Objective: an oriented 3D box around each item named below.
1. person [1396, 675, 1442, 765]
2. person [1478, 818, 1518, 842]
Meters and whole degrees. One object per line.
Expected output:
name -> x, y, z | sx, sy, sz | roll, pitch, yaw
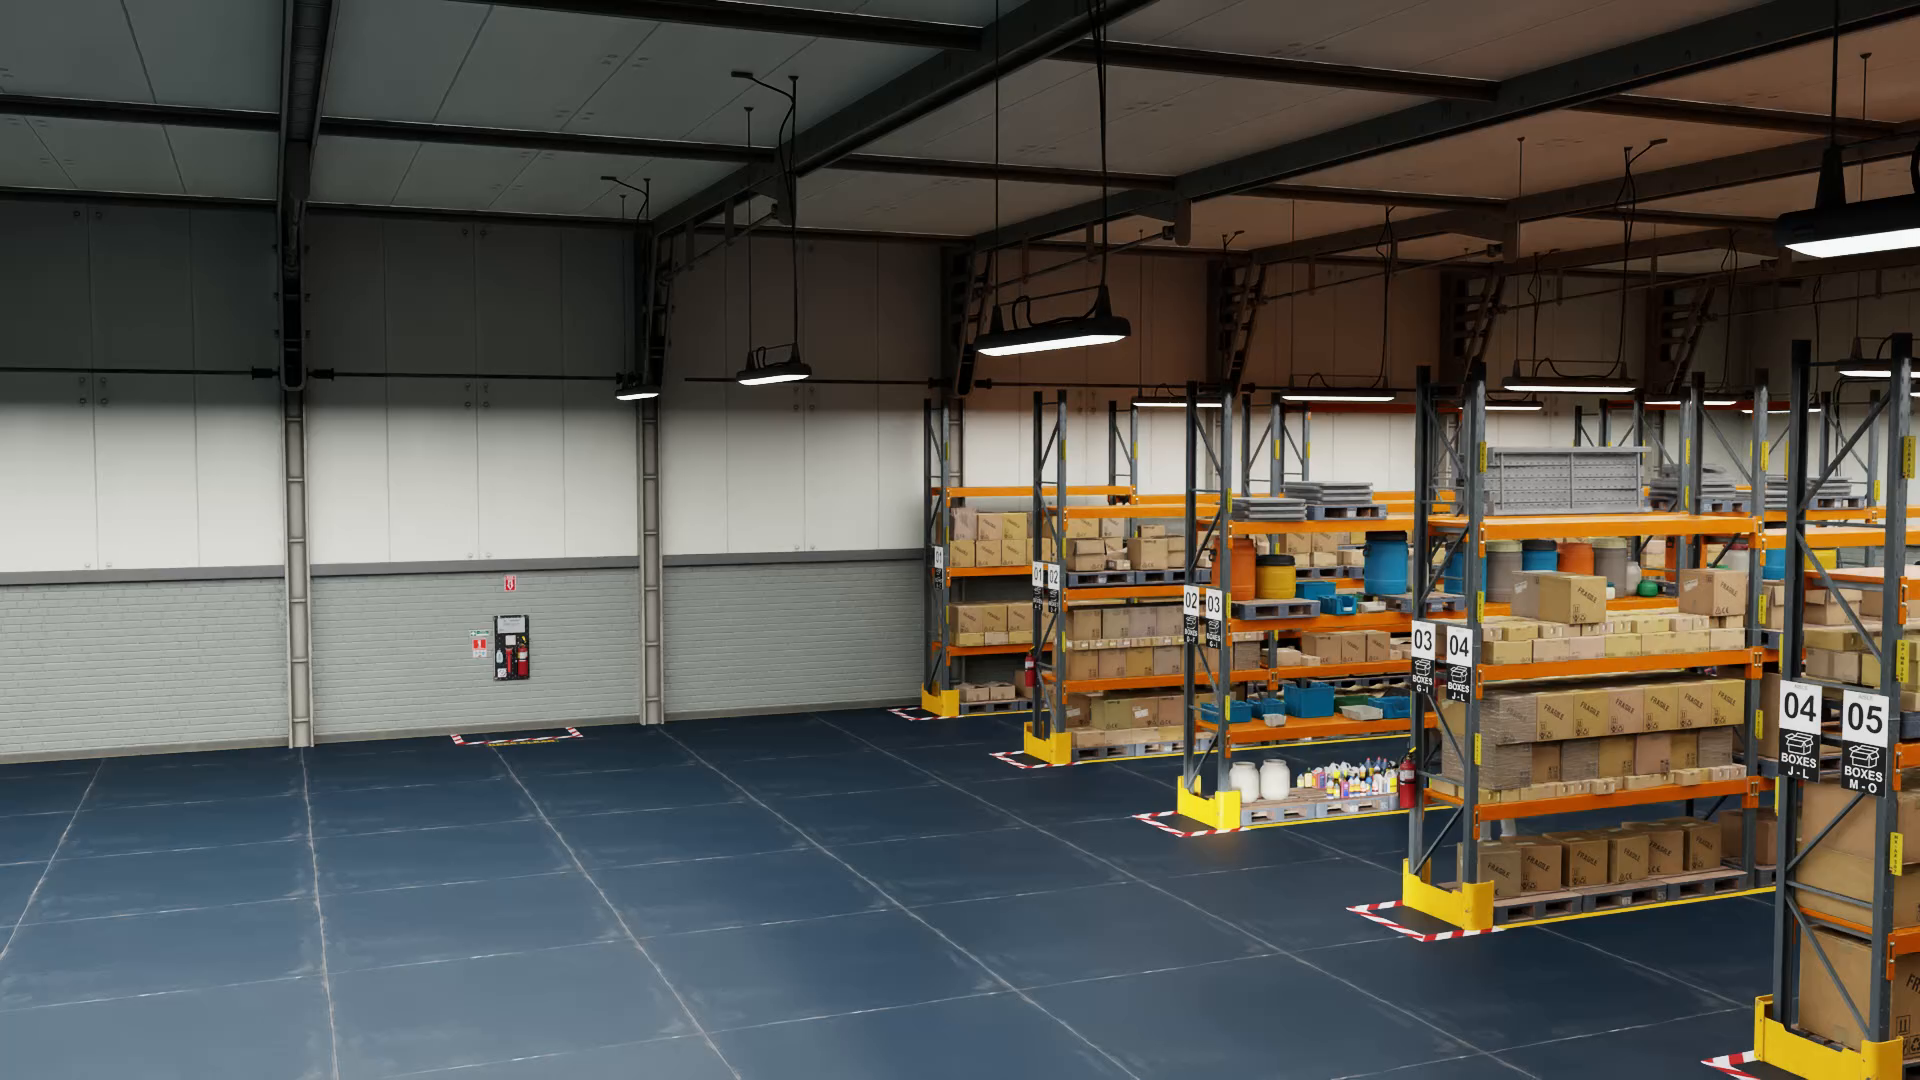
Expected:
person -> 7.395, 2.735, 26.620 | 1.007, 1.666, 0.610 | 0, 3, -6
person -> 6.831, 3.043, 21.229 | 0.676, 1.825, 0.627 | -1, 4, -24
